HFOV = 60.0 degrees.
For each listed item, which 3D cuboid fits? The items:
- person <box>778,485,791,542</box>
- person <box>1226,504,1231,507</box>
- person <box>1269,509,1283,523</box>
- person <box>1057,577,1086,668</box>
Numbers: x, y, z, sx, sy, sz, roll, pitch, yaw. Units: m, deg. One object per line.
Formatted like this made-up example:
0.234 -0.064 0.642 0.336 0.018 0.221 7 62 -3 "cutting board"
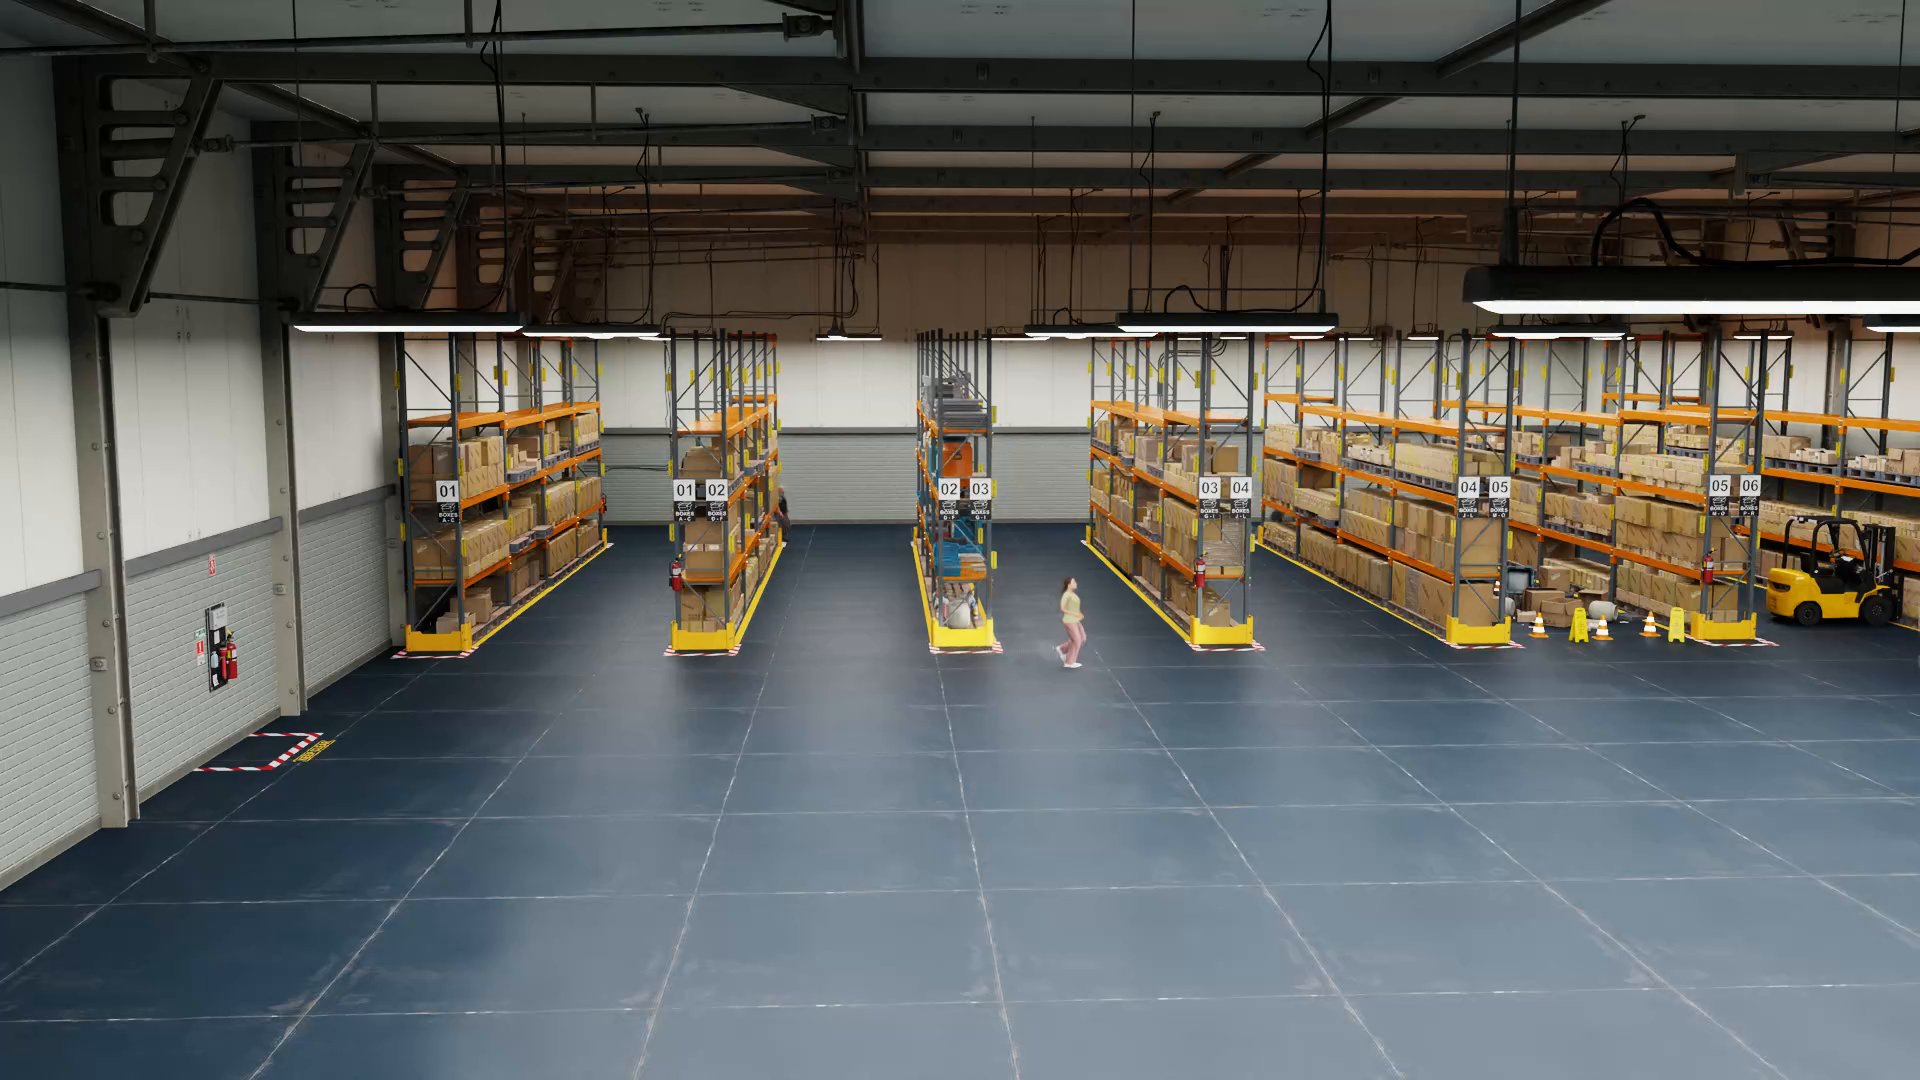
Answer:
-5.194 -0.760 48.102 0.510 1.668 0.700 1 7 10 "person"
7.424 -0.677 47.536 0.620 1.622 0.889 3 7 24 "person"
9.414 -0.837 49.105 0.796 1.620 0.655 1 7 11 "person"
1.959 1.449 29.453 0.563 1.621 0.574 3 7 22 "person"
